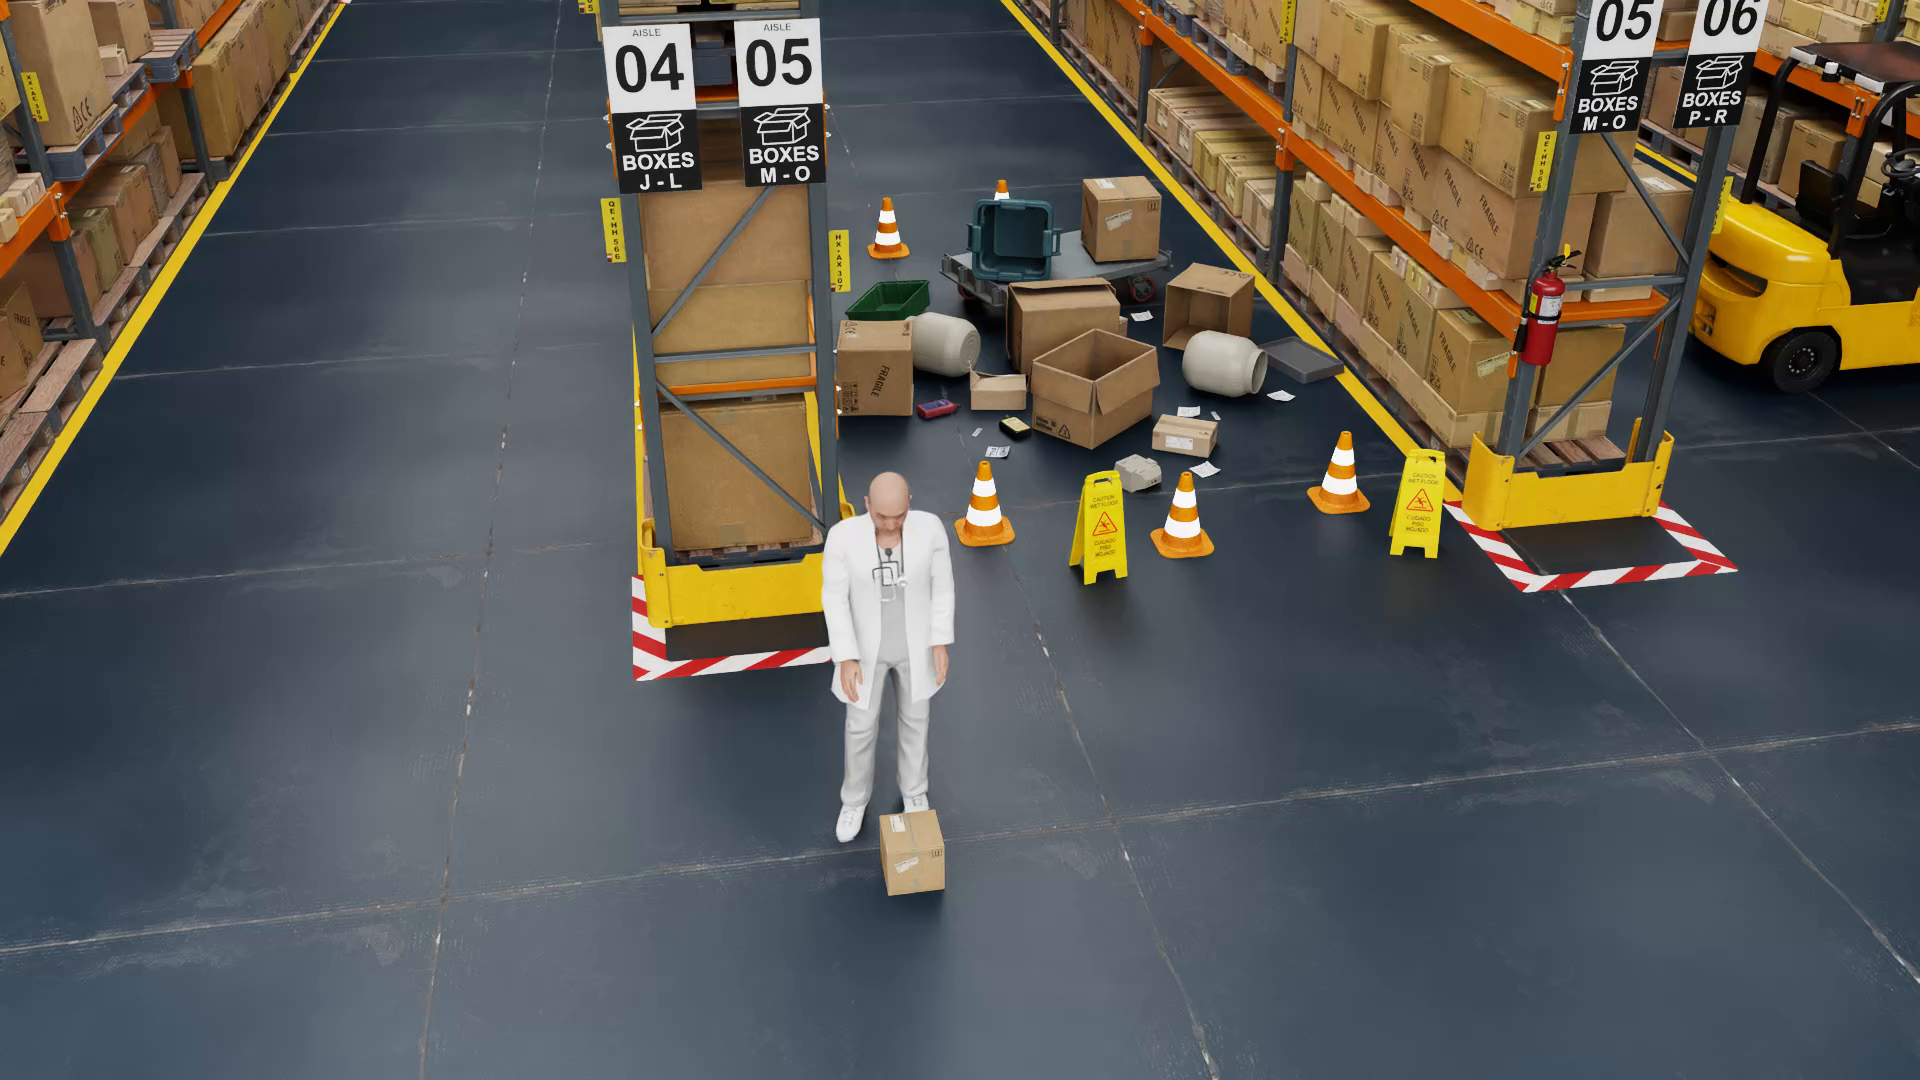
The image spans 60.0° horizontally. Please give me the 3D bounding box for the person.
[{"bbox_3d":[-0.309,0.515,7.310,0.591,1.836,0.446,-5,31,-9],"label":"person"}]
